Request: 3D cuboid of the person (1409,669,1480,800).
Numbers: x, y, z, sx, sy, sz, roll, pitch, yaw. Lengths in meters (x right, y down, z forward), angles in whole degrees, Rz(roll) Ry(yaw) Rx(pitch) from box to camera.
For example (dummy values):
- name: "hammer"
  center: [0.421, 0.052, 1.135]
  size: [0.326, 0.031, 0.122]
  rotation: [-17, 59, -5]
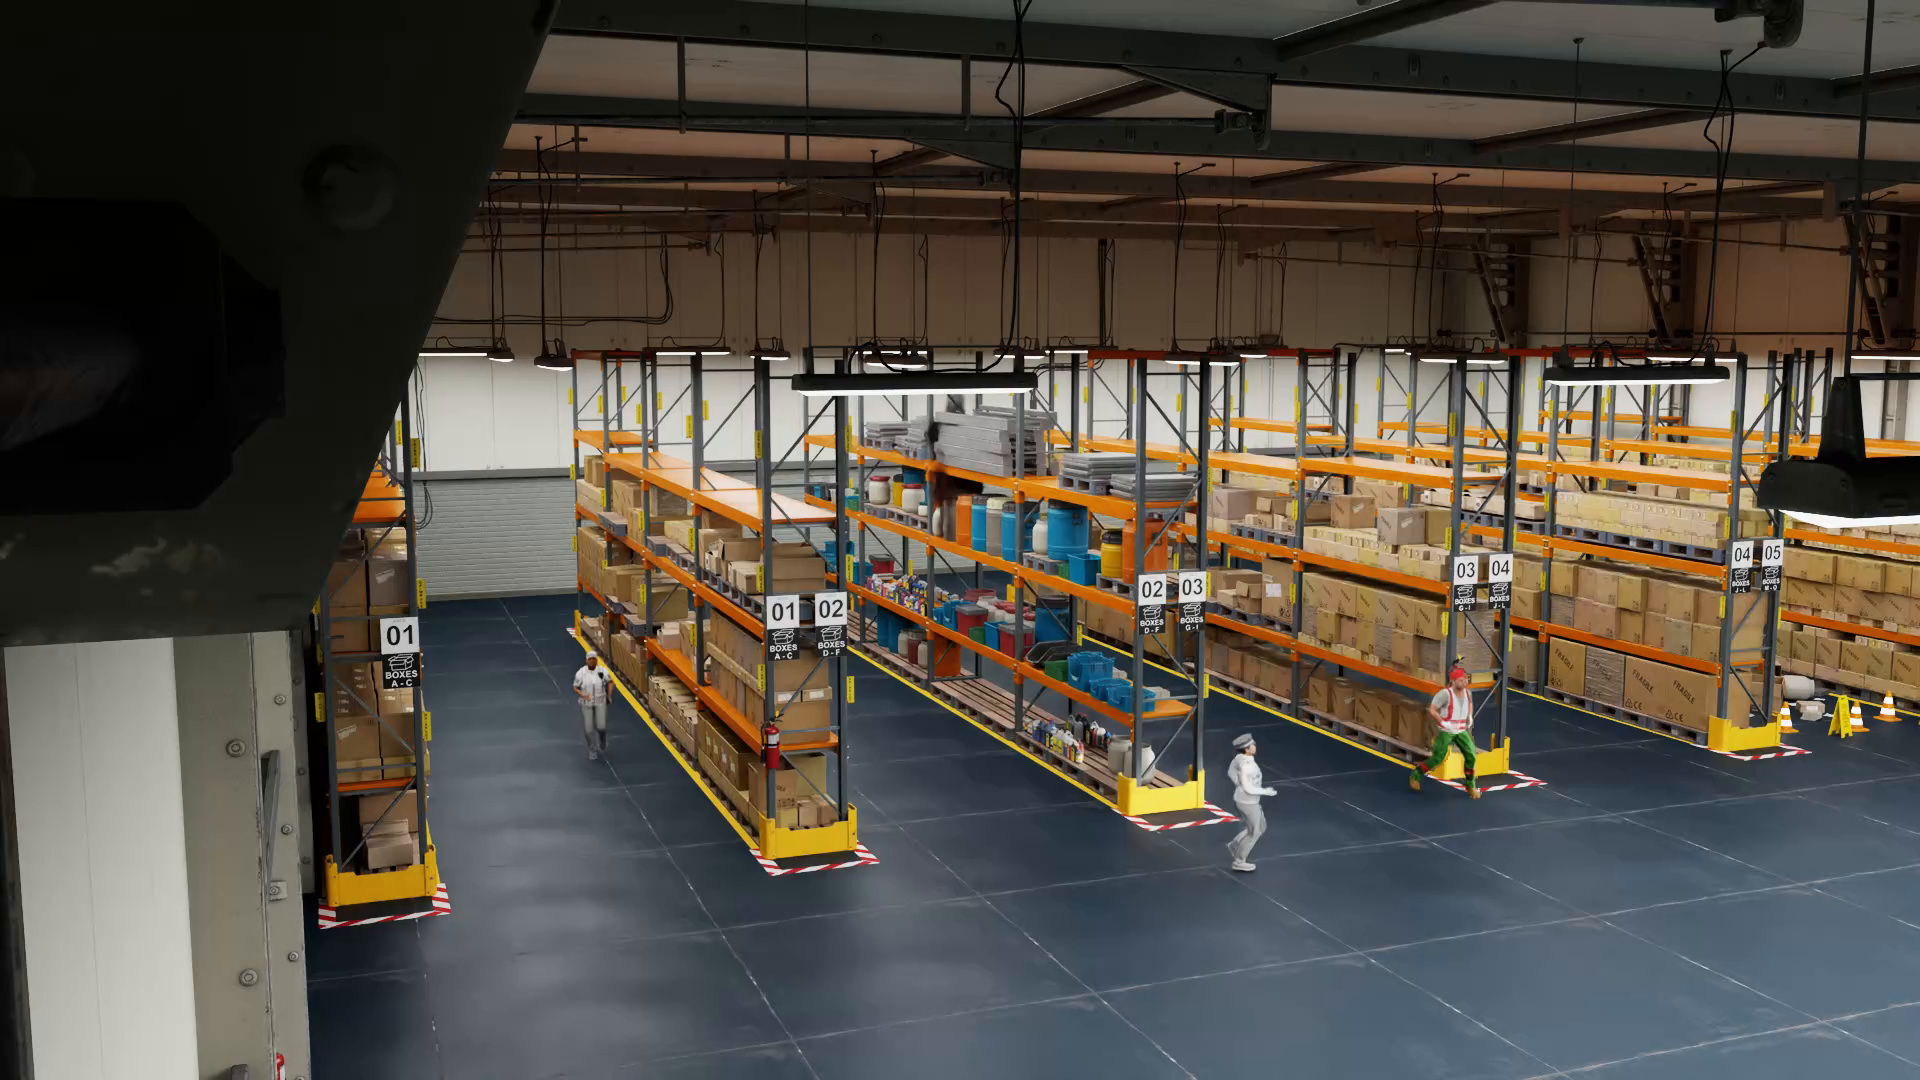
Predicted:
- name: "person"
  center: [6.717, 2.641, 22.826]
  size: [0.899, 1.774, 0.766]
  rotation: [-3, 8, -23]

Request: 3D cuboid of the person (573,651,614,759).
- name: "person"
  center: [-5.442, 2.459, 24.744]
  size: [0.599, 1.628, 0.531]
  rotation: [-2, 7, -13]

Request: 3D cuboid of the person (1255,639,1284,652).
- name: "person"
  center: [6.063, 1.470, 32.162]
  size: [0.674, 1.740, 0.782]
  rotation: [-3, 8, -25]

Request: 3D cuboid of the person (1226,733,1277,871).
- name: "person"
  center: [3.445, 3.076, 19.595]
  size: [0.529, 1.652, 0.605]
  rotation: [0, 7, 2]
